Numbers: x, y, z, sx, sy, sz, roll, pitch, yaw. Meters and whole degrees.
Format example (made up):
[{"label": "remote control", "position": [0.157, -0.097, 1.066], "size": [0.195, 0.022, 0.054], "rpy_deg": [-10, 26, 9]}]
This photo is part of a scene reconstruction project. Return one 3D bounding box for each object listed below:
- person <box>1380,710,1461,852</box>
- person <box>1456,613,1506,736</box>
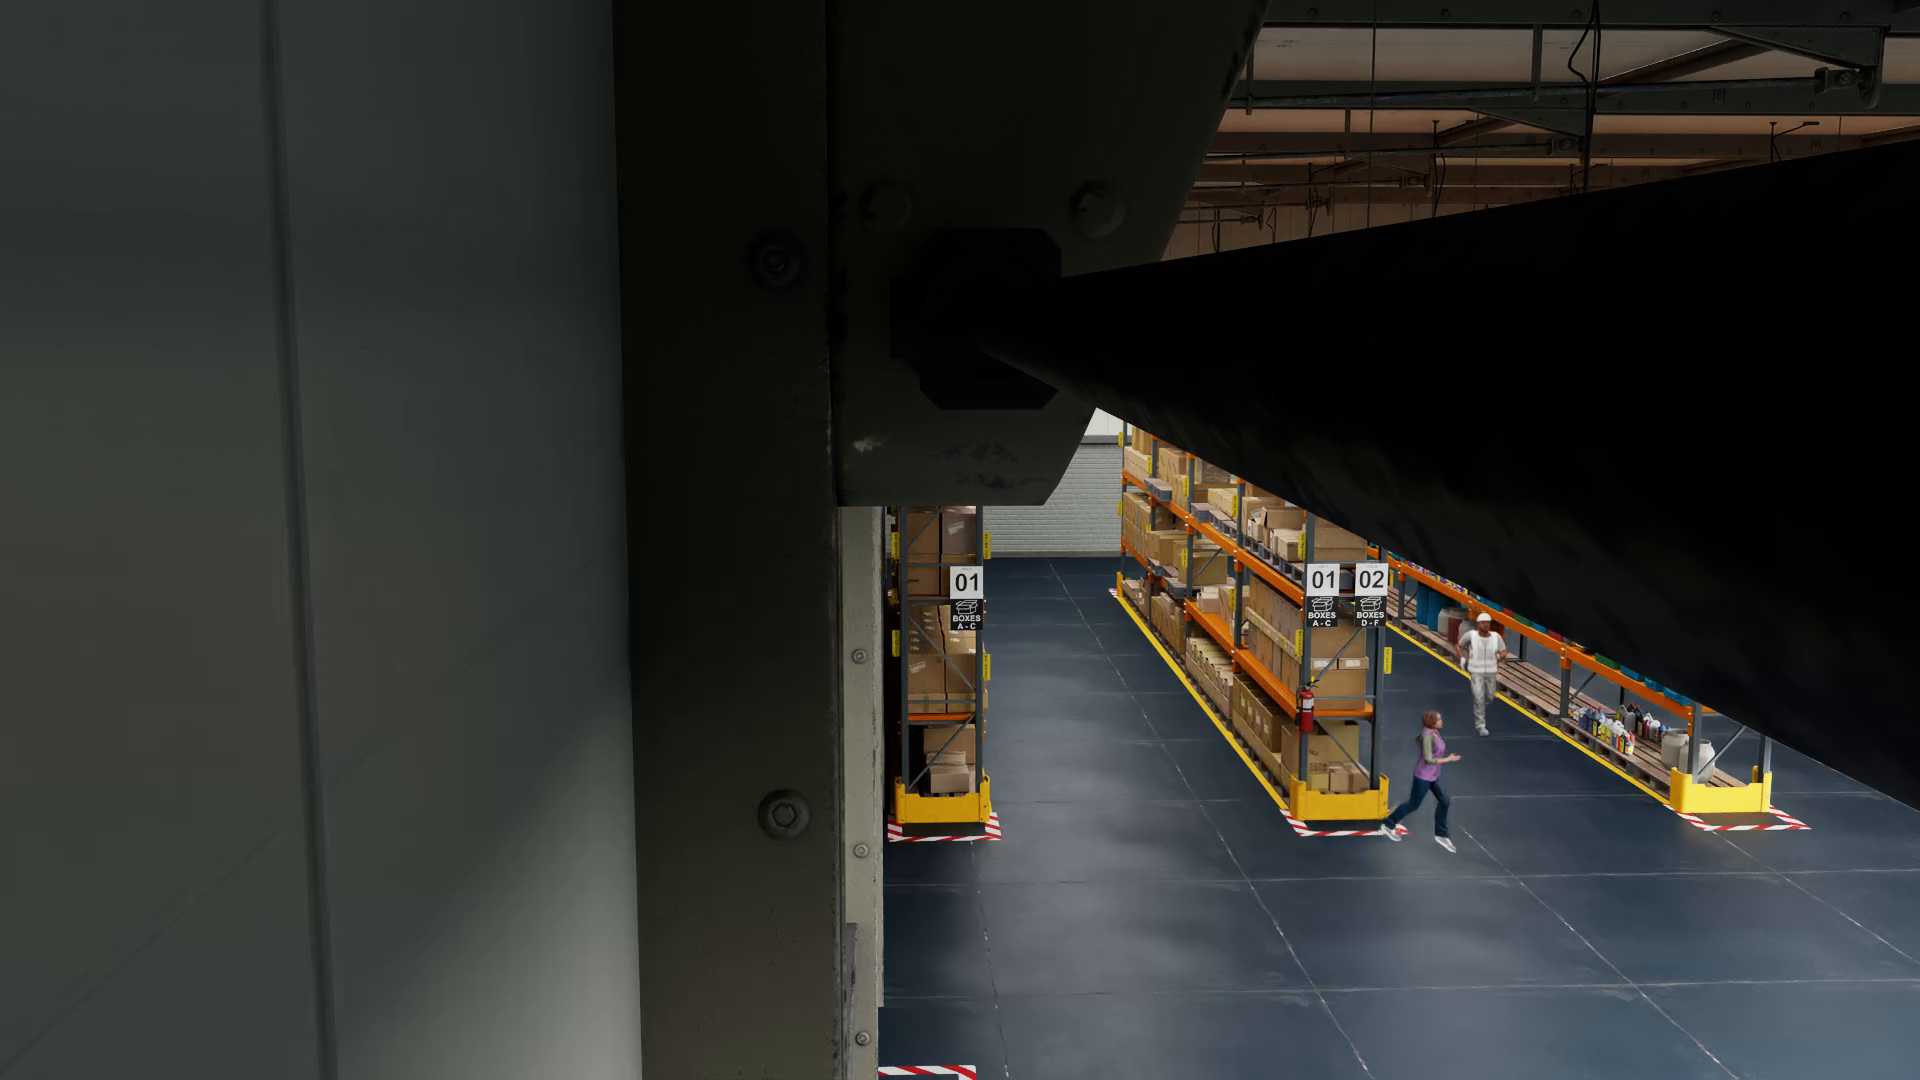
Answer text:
[{"label": "person", "position": [5.258, 2.719, 18.912], "size": [0.848, 1.616, 0.549], "rpy_deg": [5, 9, 30]}, {"label": "person", "position": [7.781, 1.963, 24.779], "size": [0.693, 1.763, 0.989], "rpy_deg": [0, 8, 1]}]
